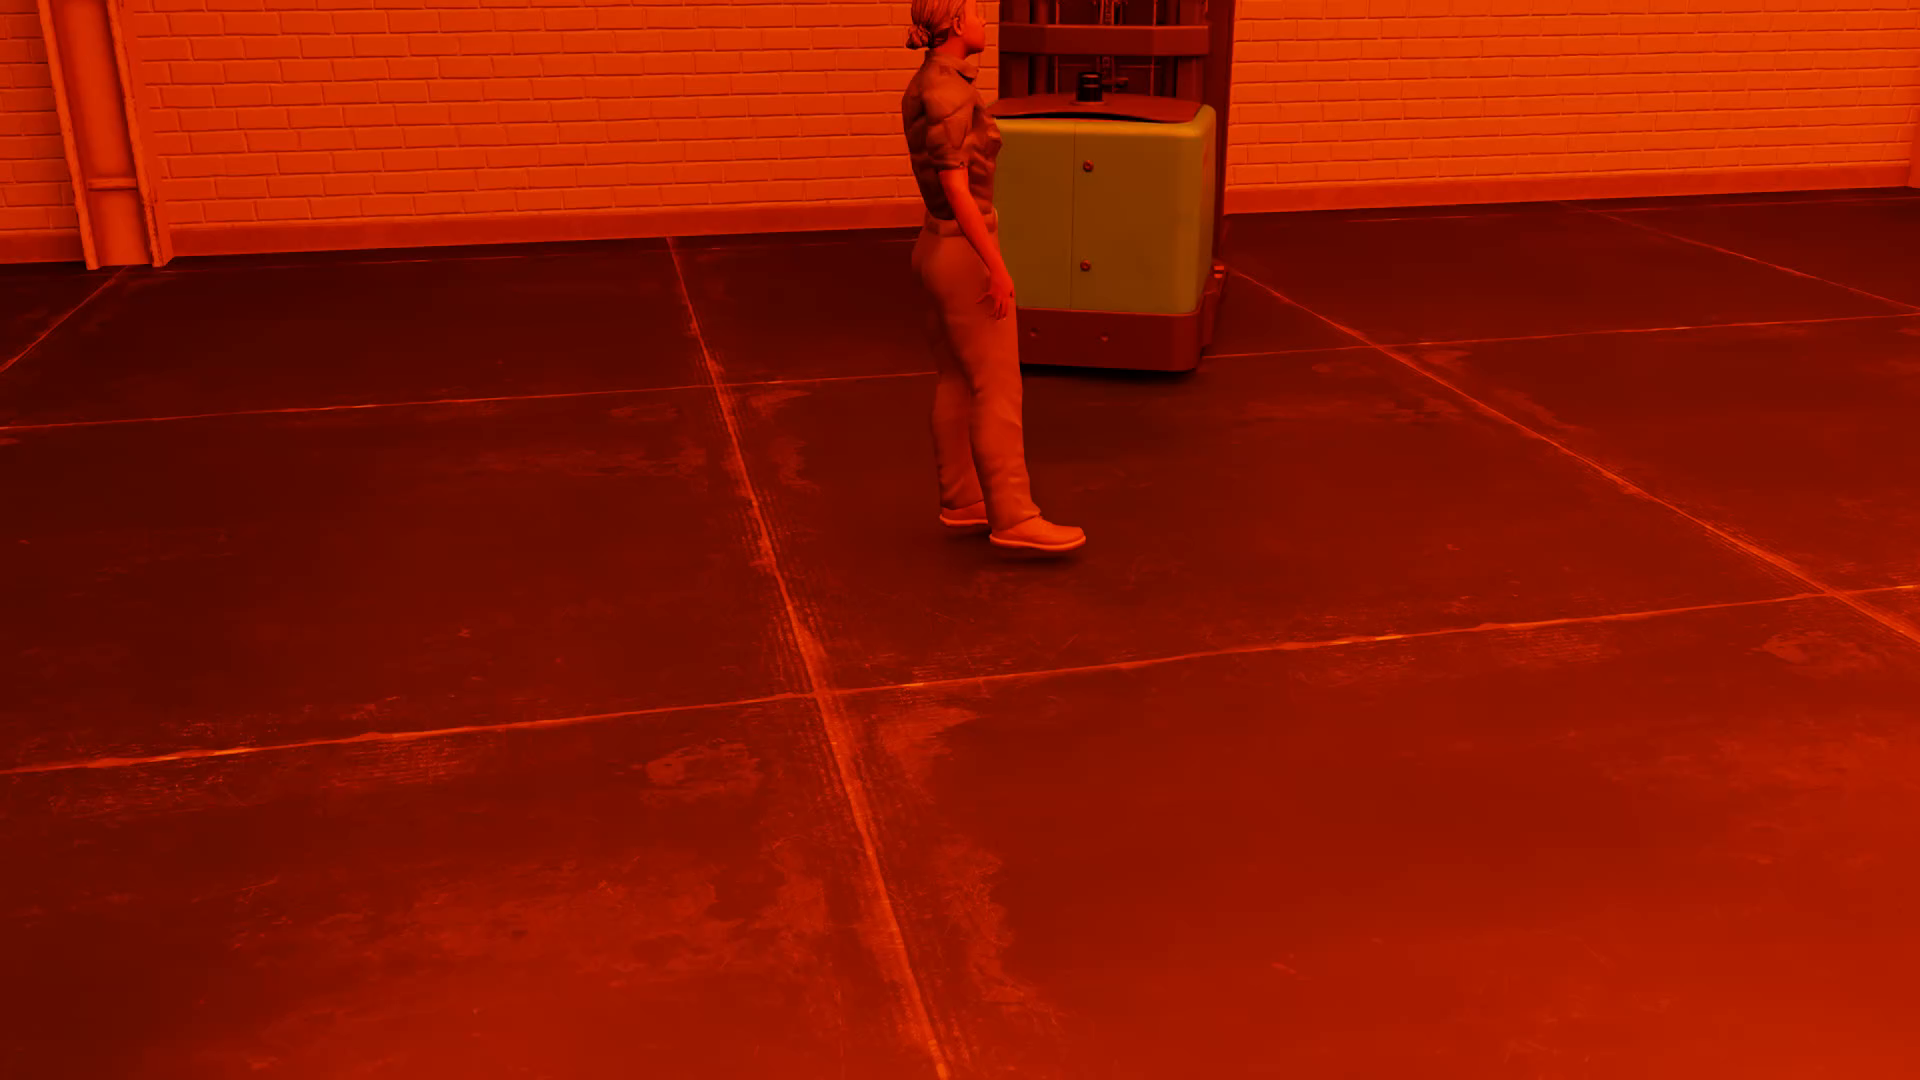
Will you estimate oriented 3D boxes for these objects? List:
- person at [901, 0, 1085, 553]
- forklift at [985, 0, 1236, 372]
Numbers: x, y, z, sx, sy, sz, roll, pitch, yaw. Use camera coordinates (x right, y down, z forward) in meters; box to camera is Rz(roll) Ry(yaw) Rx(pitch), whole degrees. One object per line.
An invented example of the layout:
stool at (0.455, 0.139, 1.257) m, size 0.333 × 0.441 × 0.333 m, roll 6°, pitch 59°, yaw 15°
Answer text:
person at (0.090, -0.817, 4.987) m, size 0.503 × 1.655 × 0.570 m, roll -5°, pitch 21°, yaw -12°
forklift at (0.773, -2.564, 7.898) m, size 1.130 × 2.935 × 3.031 m, roll 4°, pitch 21°, yaw 11°
